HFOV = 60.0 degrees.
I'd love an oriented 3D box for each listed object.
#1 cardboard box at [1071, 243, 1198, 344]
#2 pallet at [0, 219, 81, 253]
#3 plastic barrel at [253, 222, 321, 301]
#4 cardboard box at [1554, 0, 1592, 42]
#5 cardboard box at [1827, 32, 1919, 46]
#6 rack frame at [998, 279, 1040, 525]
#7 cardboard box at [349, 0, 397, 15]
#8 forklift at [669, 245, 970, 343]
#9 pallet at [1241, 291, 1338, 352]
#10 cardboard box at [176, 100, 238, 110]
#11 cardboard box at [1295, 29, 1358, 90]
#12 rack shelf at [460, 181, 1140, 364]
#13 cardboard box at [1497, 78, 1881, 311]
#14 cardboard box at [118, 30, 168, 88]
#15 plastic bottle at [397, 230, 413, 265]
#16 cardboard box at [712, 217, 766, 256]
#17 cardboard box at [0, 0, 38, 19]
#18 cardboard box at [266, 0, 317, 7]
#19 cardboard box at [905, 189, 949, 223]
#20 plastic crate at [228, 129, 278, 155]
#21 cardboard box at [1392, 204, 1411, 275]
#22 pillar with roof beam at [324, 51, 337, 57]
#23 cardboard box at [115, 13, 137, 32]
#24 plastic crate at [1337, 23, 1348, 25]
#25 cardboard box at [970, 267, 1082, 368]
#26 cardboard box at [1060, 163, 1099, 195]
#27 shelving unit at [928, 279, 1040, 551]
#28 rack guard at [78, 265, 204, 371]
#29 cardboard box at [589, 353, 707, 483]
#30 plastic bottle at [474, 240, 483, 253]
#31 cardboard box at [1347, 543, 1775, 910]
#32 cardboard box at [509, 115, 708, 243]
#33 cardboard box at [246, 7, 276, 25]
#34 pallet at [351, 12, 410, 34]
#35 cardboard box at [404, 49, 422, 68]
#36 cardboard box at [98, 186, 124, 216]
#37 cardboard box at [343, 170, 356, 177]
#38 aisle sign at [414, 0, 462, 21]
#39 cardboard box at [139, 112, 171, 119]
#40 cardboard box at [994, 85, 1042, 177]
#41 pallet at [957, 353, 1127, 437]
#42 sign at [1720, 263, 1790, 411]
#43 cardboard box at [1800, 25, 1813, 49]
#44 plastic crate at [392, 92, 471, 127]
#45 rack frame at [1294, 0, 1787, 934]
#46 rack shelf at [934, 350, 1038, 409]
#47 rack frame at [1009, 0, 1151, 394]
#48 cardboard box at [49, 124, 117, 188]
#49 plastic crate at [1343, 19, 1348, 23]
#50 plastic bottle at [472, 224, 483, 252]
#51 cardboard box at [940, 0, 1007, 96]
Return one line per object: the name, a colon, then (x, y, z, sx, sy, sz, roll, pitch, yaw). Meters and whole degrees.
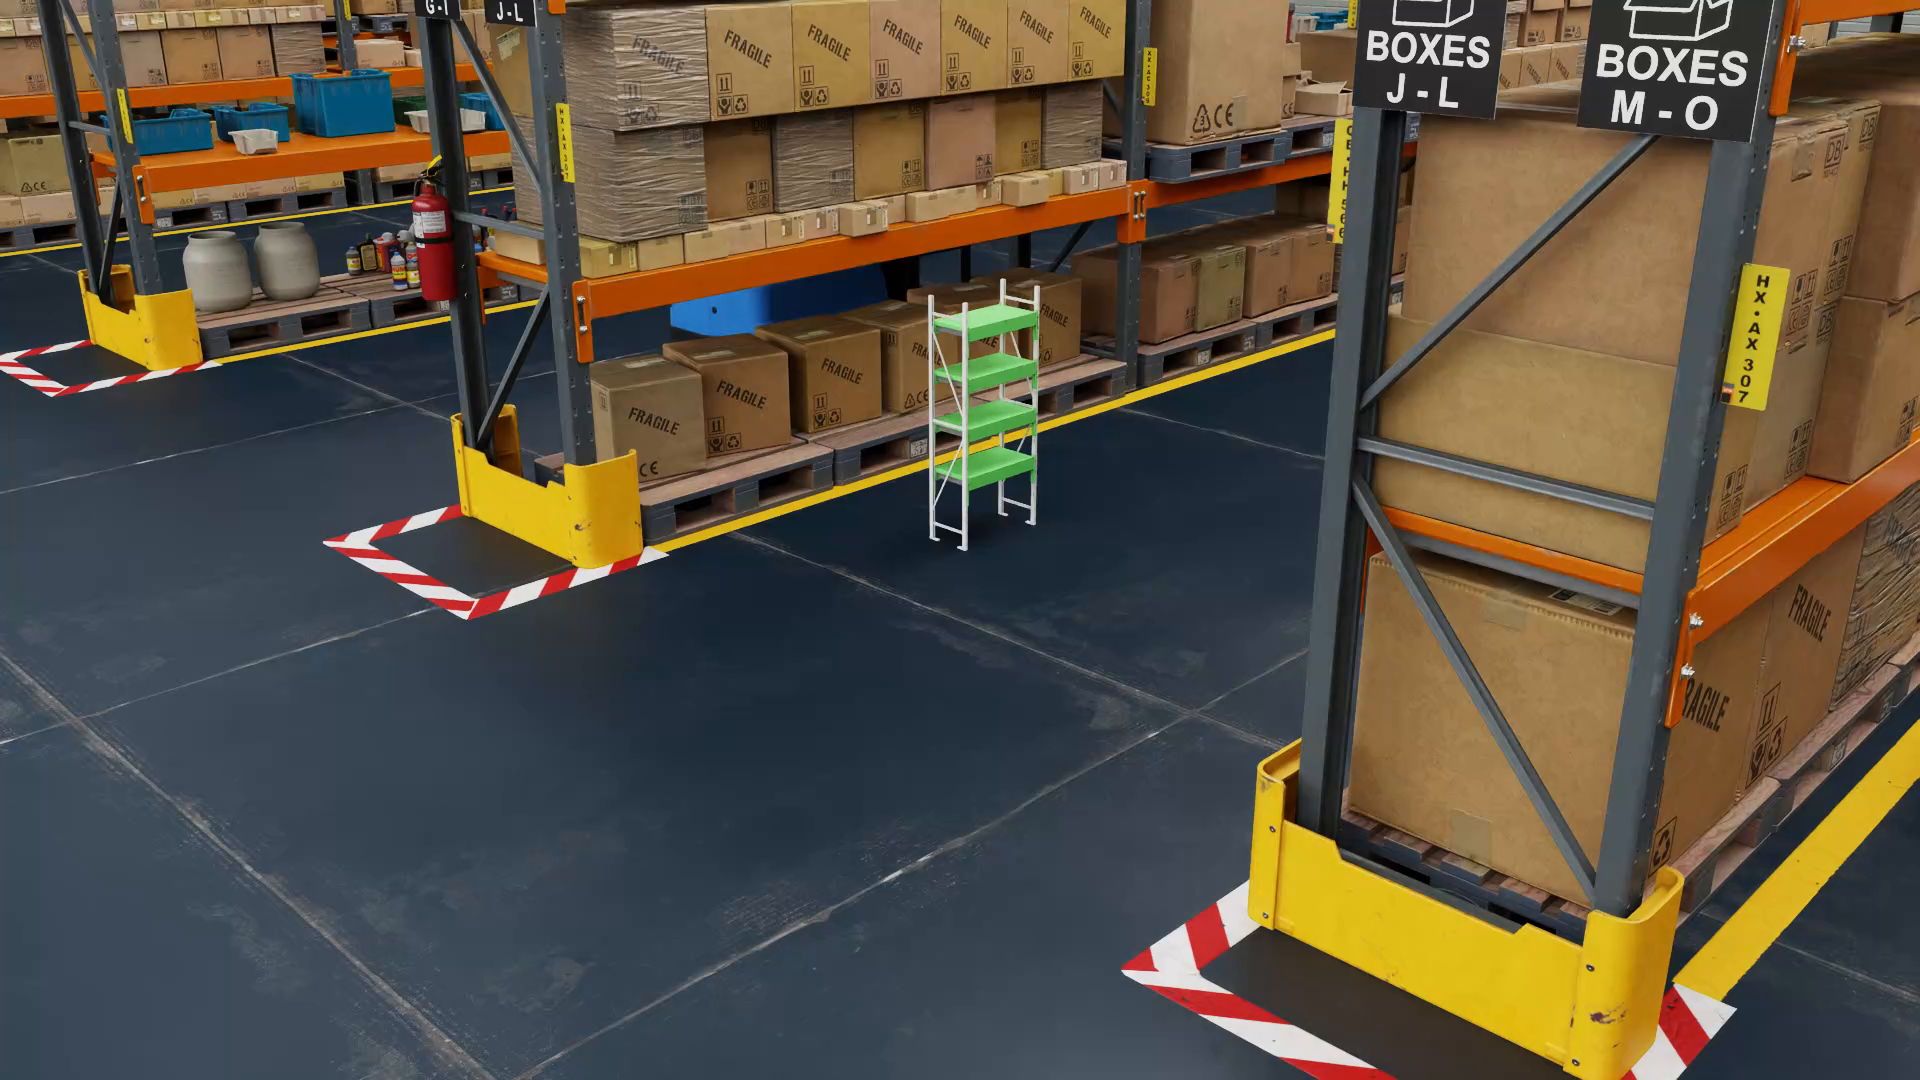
cardboard box: (1.160, -1.645, 11.045, 0.700, 0.500, 0.500, 17, 27, 37)
pallet: (-8.666, -2.812, 15.096, 1.003, 0.211, 1.213, 19, 28, 41)
plastic barrel: (-4.869, -2.018, 12.025, 0.421, 0.512, 0.421, 0, 21, 0)
cardboard box: (4.948, -4.522, 14.122, 0.637, 0.503, 0.797, -19, 28, -40)
cardboard box: (3.917, -1.675, 6.537, 0.875, 0.550, 0.550, 19, 28, 41)
rack frame: (0.286, -0.665, 8.133, 0.240, 1.200, 0.015, 19, 28, 41)
cardboard box: (-7.832, -7.180, 21.822, 0.700, 0.500, 0.500, 16, 26, 36)
forklift: (-0.494, -2.732, 11.098, 3.031, 2.935, 1.130, -19, 28, -40)
pallet: (2.109, -1.668, 12.121, 1.003, 0.211, 1.213, 19, 28, 41)
cardboard box: (-9.429, -5.406, 20.828, 0.500, 0.500, 0.700, -19, 28, -40)
cardboard box: (2.841, -3.408, 12.035, 0.500, 0.500, 0.700, -15, 26, -34)
rack shelf: (-0.679, -1.604, 9.071, 1.077, 0.370, 4.000, 19, 28, 41)
cardboard box: (2.013, -0.983, 4.737, 0.875, 0.550, 0.550, 19, 28, 41)
cardboard box: (-7.757, -4.469, 15.380, 0.500, 0.500, 0.700, -19, 28, -40)
plastic bottle: (-4.364, -2.275, 12.996, 0.152, 0.276, 0.135, 18, 28, 39)
cardboard box: (-1.172, -1.512, 8.177, 0.380, 0.149, 0.250, 19, 28, 41)
cardboard box: (-8.435, -4.826, 14.501, 0.700, 0.500, 0.500, 18, 28, 39)
cardboard box: (-6.684, -5.471, 16.181, 0.700, 0.500, 0.500, 19, 28, 41)
cardboard box: (-0.280, -1.826, 8.996, 0.380, 0.149, 0.250, 19, 28, 41)
plastic crate: (-4.768, -2.692, 11.266, 0.298, 0.136, 0.250, 19, 28, 41)
cardboard box: (3.054, -2.344, 12.863, 0.700, 0.500, 0.500, 17, 27, 38)
pillar with roof beam: (-5.583, -8.807, 18.445, 9.100, 9.000, 0.400, 19, 28, 41)
cardboard box: (-7.668, -4.698, 15.073, 0.380, 0.149, 0.250, 20, 28, 41)
plastic crate: (4.887, -6.358, 20.719, 0.396, 0.136, 0.243, 19, 28, 41)
cardboard box: (0.408, -1.391, 10.411, 0.500, 0.500, 0.500, 18, 28, 39)
cardboard box: (0.596, -2.146, 9.828, 0.380, 0.149, 0.250, 19, 28, 41)
shelving unit: (0.115, -0.603, 7.970, 0.258, 1.200, 0.503, 19, 28, 41)
rack guard: (-5.604, -1.530, 11.359, 1.175, 0.500, 0.348, 19, 28, 41)
cardboard box: (-1.627, -0.612, 8.384, 0.500, 0.500, 0.500, -14, 25, -32)
plastic bottle: (-3.685, -2.152, 12.681, 0.097, 0.271, 0.097, 0, 21, 0)
cardboard box: (1.835, 0.446, 5.109, 0.875, 0.875, 0.875, 19, 28, 41)
cardboard box: (-1.671, -1.746, 7.883, 0.875, 0.500, 0.500, 19, 28, 41)
cardboard box: (-6.770, -5.030, 15.936, 0.380, 0.149, 0.250, 18, 28, 39)
pallet: (-7.561, -6.902, 22.119, 1.213, 0.211, 1.003, 19, 28, 41)
cardboard box: (-5.614, -4.994, 17.237, 0.380, 0.149, 0.250, 19, 28, 41)
cardboard box: (-7.941, -3.159, 15.360, 0.500, 0.250, 0.500, 19, 28, 41)
cardboard box: (-6.297, -4.026, 17.616, 0.500, 0.250, 0.500, 19, 28, 40)
aisle sign: (-2.332, -2.699, 7.292, 0.394, 0.787, 0.004, 19, 28, 41)
cardboard box: (-7.624, -3.899, 16.241, 0.500, 0.500, 0.500, 19, 28, 41)
cardboard box: (-0.016, -2.420, 9.636, 0.875, 0.500, 0.500, 19, 28, 41)
pallet: (0.273, -0.971, 10.307, 1.003, 0.211, 1.213, 19, 28, 41)
sign: (1.802, -0.459, 3.772, 0.100, 0.325, 0.005, 19, 28, 41)
cardboard box: (8.585, -5.287, 17.442, 0.500, 0.250, 0.500, 19, 28, 40)
plastic crate: (-3.982, -3.317, 12.818, 0.450, 0.188, 0.662, 19, 28, 41)
rack frame: (1.409, -0.159, 4.307, 1.000, 3.000, 0.127, 19, 28, 41)
rack shelf: (0.115, -0.767, 7.907, 0.258, 0.148, 0.480, 19, 28, 41)
rack frame: (0.716, -2.454, 10.279, 1.000, 3.000, 0.127, 19, 28, 41)
cardboard box: (-7.949, -3.512, 15.233, 0.500, 0.500, 0.500, 19, 28, 41)
plastic crate: (4.848, -6.641, 21.455, 0.250, 0.136, 0.298, 19, 28, 41)
plastic bottle: (-3.900, -2.427, 13.396, 0.097, 0.271, 0.097, 0, 21, 0)
cardboard box: (-0.098, -2.665, 8.879, 0.500, 0.500, 0.500, 19, 28, 41)
